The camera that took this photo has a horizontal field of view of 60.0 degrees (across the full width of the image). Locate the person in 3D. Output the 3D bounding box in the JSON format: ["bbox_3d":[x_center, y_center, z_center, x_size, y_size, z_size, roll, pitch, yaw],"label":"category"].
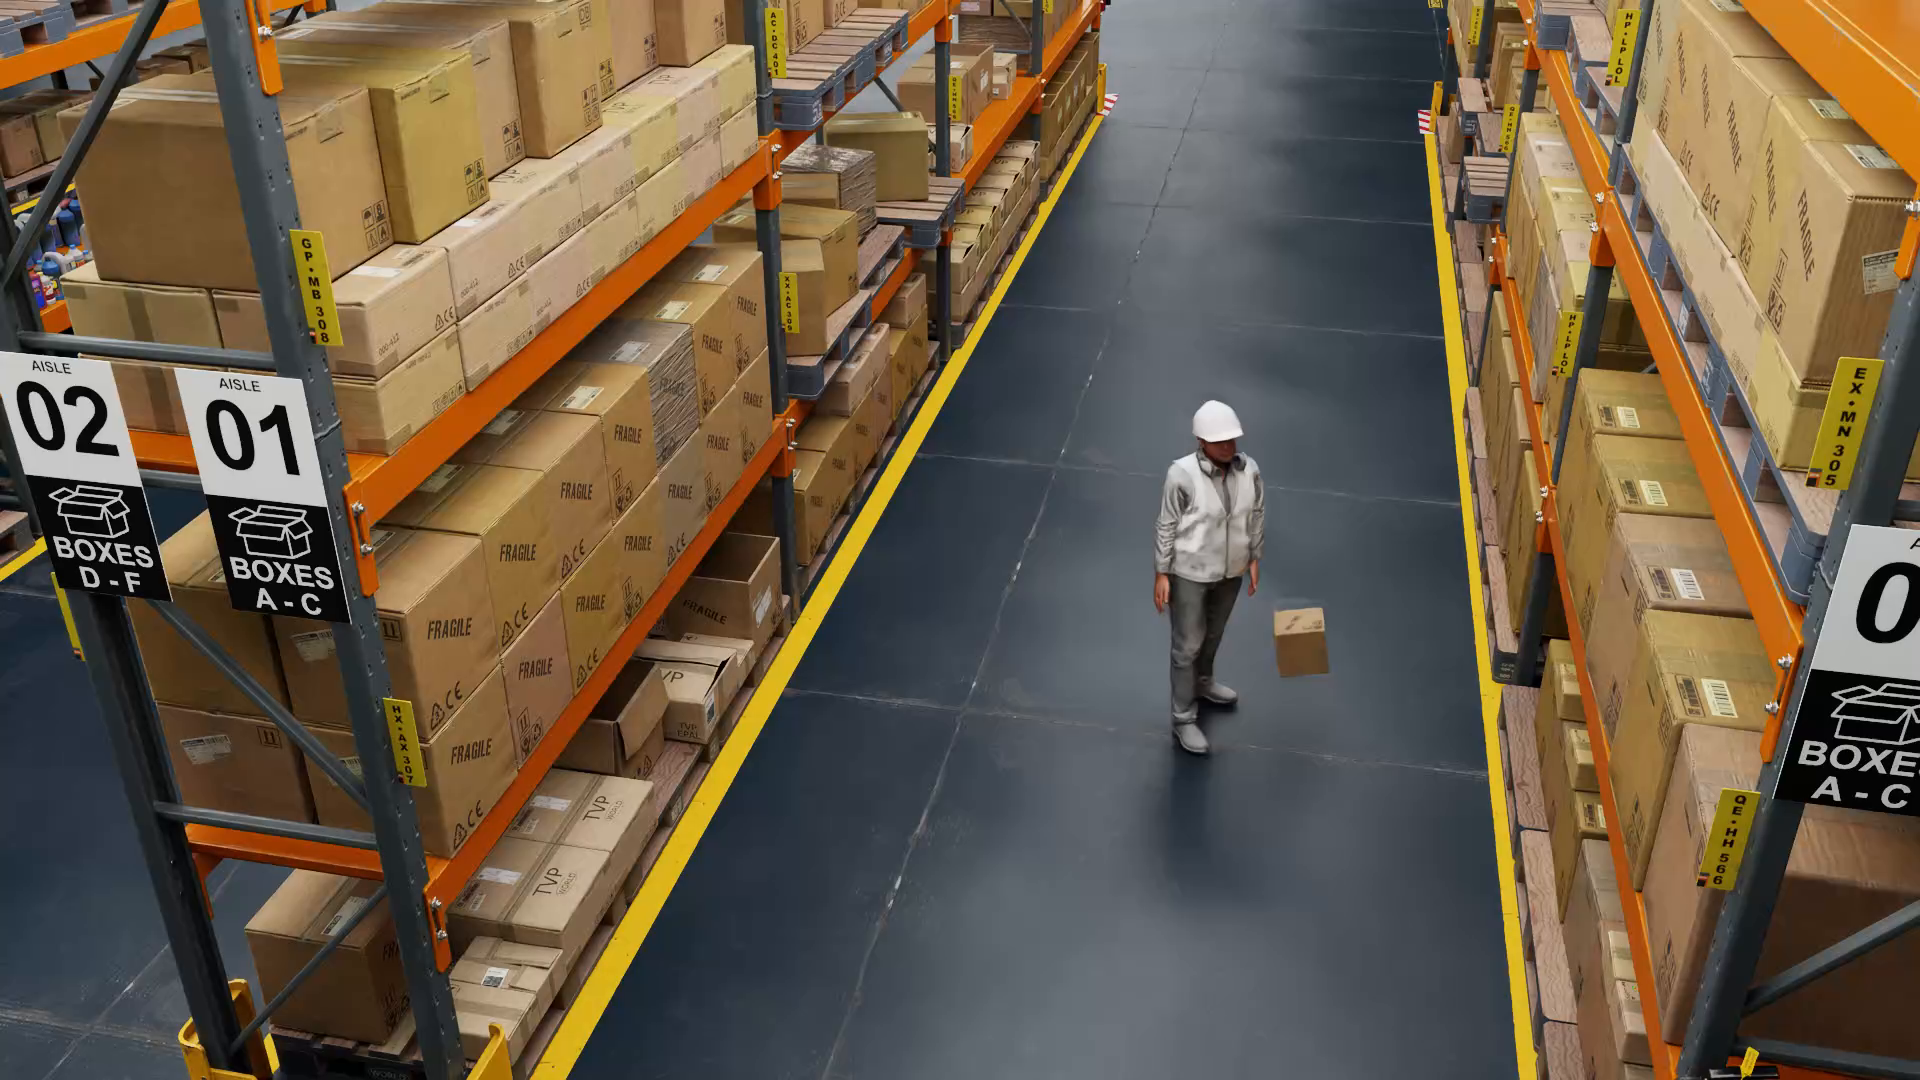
[{"bbox_3d":[1.245,0.166,8.265,0.649,1.772,0.610,-13,31,-22],"label":"person"}]
